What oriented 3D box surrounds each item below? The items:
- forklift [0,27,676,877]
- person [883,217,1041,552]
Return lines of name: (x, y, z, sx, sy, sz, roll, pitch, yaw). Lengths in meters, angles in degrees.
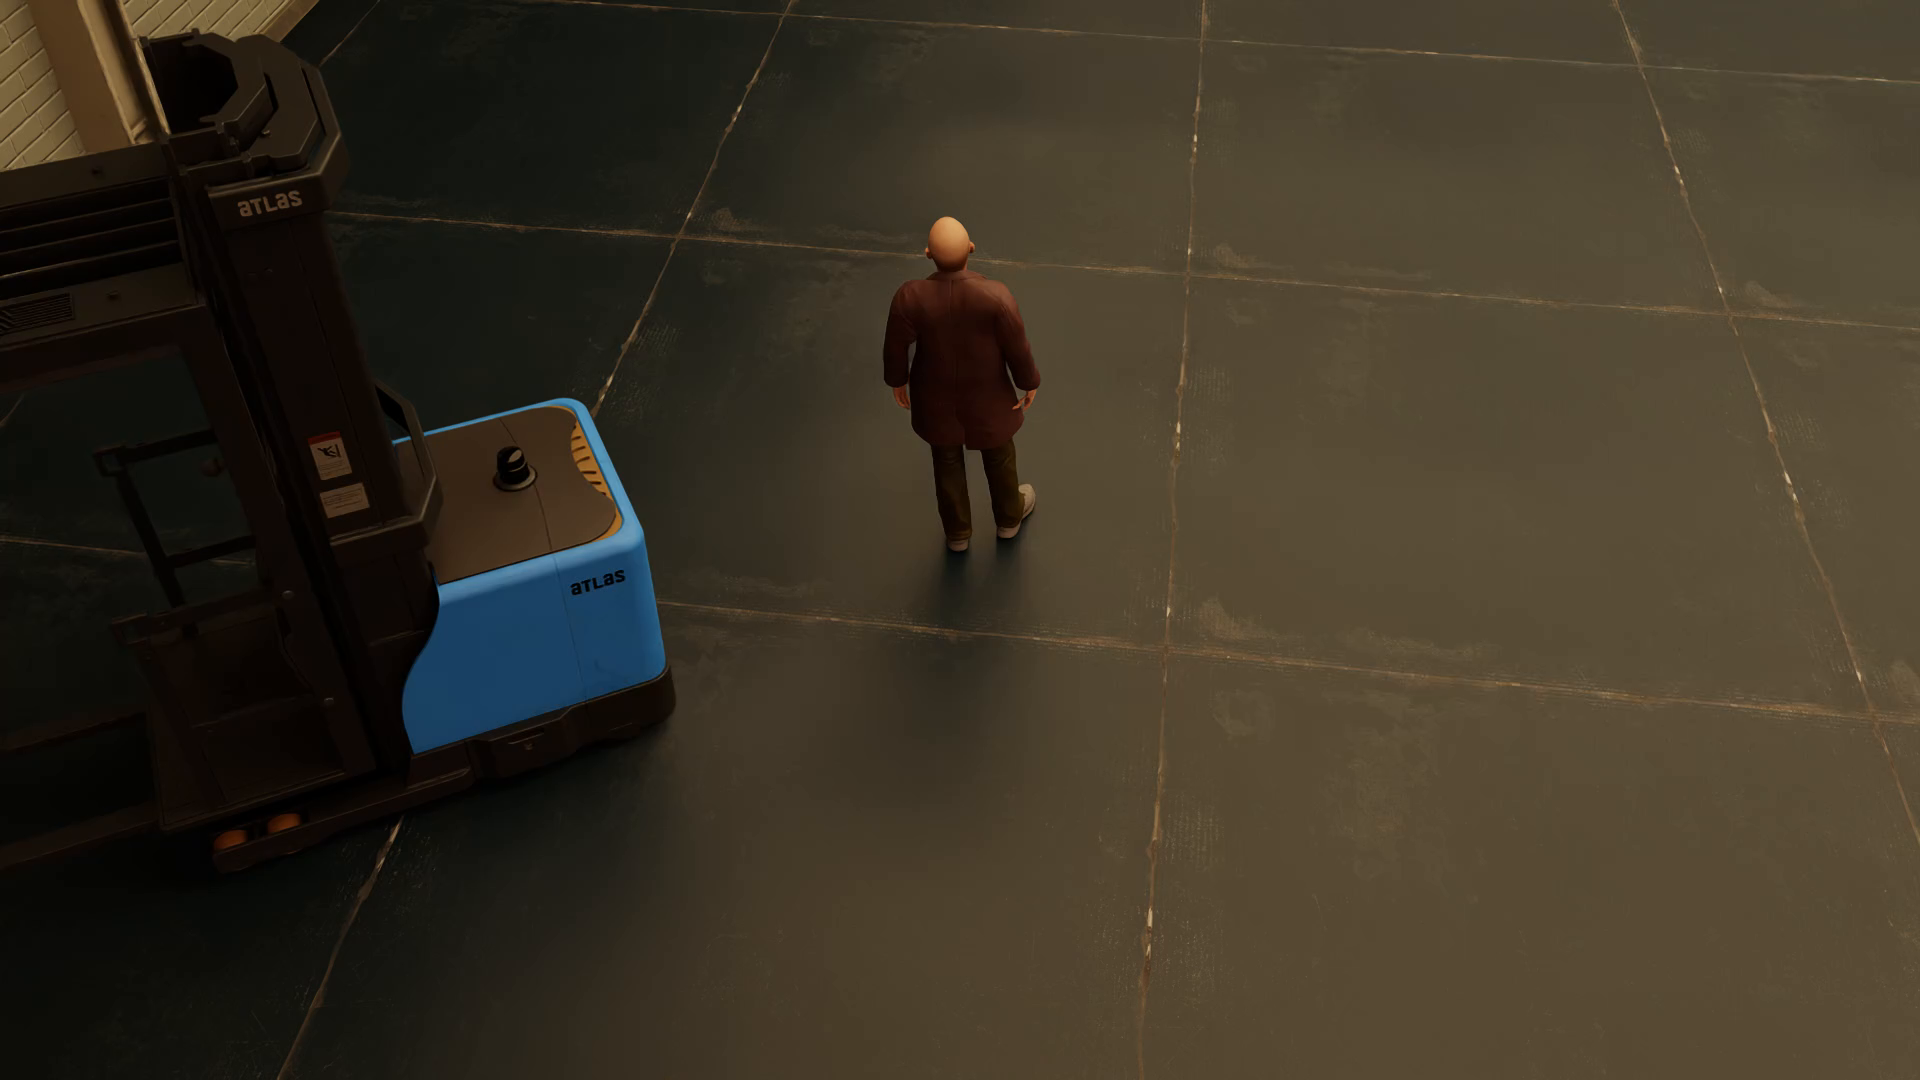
forklift: (-2.763, -0.199, 5.941, 3.031, 2.935, 1.130, -17, 45, -18)
person: (0.017, -0.720, 7.351, 0.694, 1.775, 0.582, 5, 43, 6)
